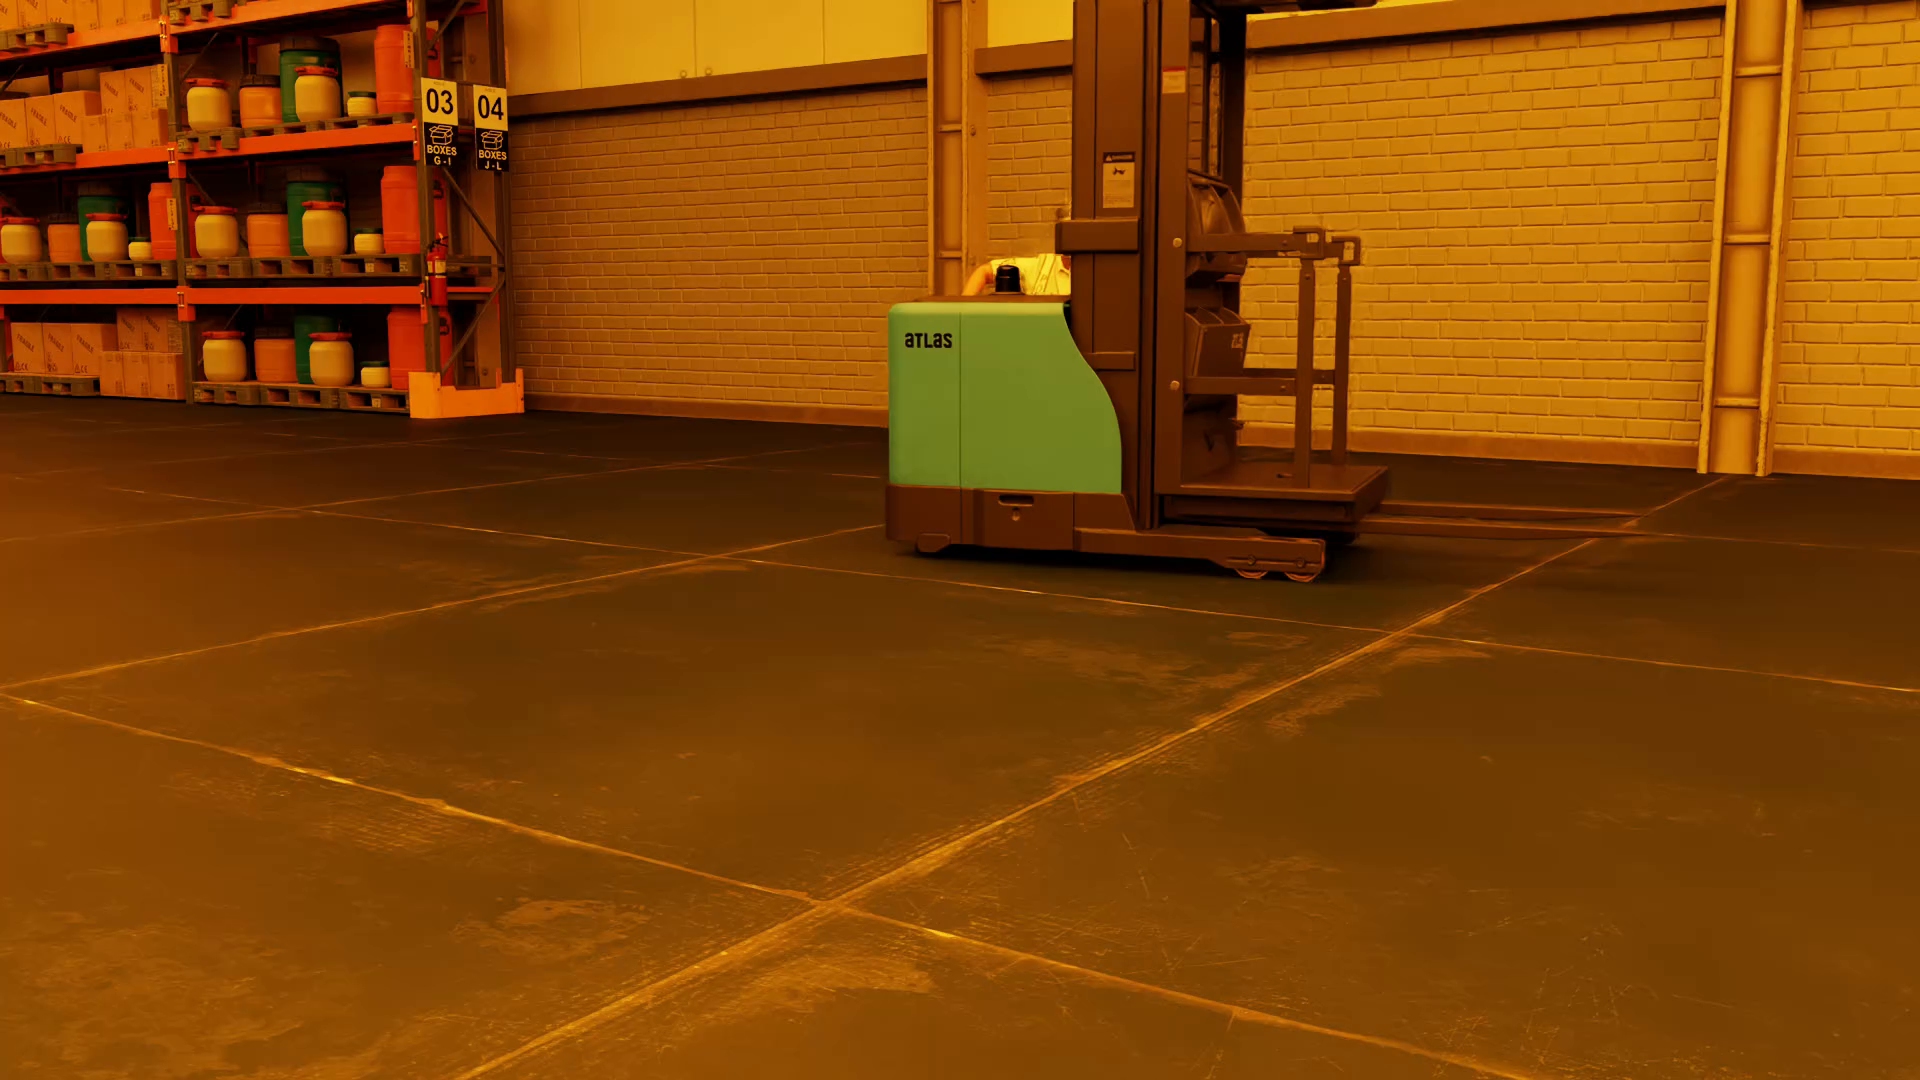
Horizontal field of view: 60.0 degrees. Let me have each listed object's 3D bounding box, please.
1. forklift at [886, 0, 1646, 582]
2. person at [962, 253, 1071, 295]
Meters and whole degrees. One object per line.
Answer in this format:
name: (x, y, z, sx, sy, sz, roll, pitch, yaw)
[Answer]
forklift: (1.252, -1.372, 6.842, 3.031, 2.935, 1.130, 3, 9, 21)
person: (27898.739, -5843.714, 41095.449, 54765.698, 2.616, 83686.870, 0, 8, 1)
